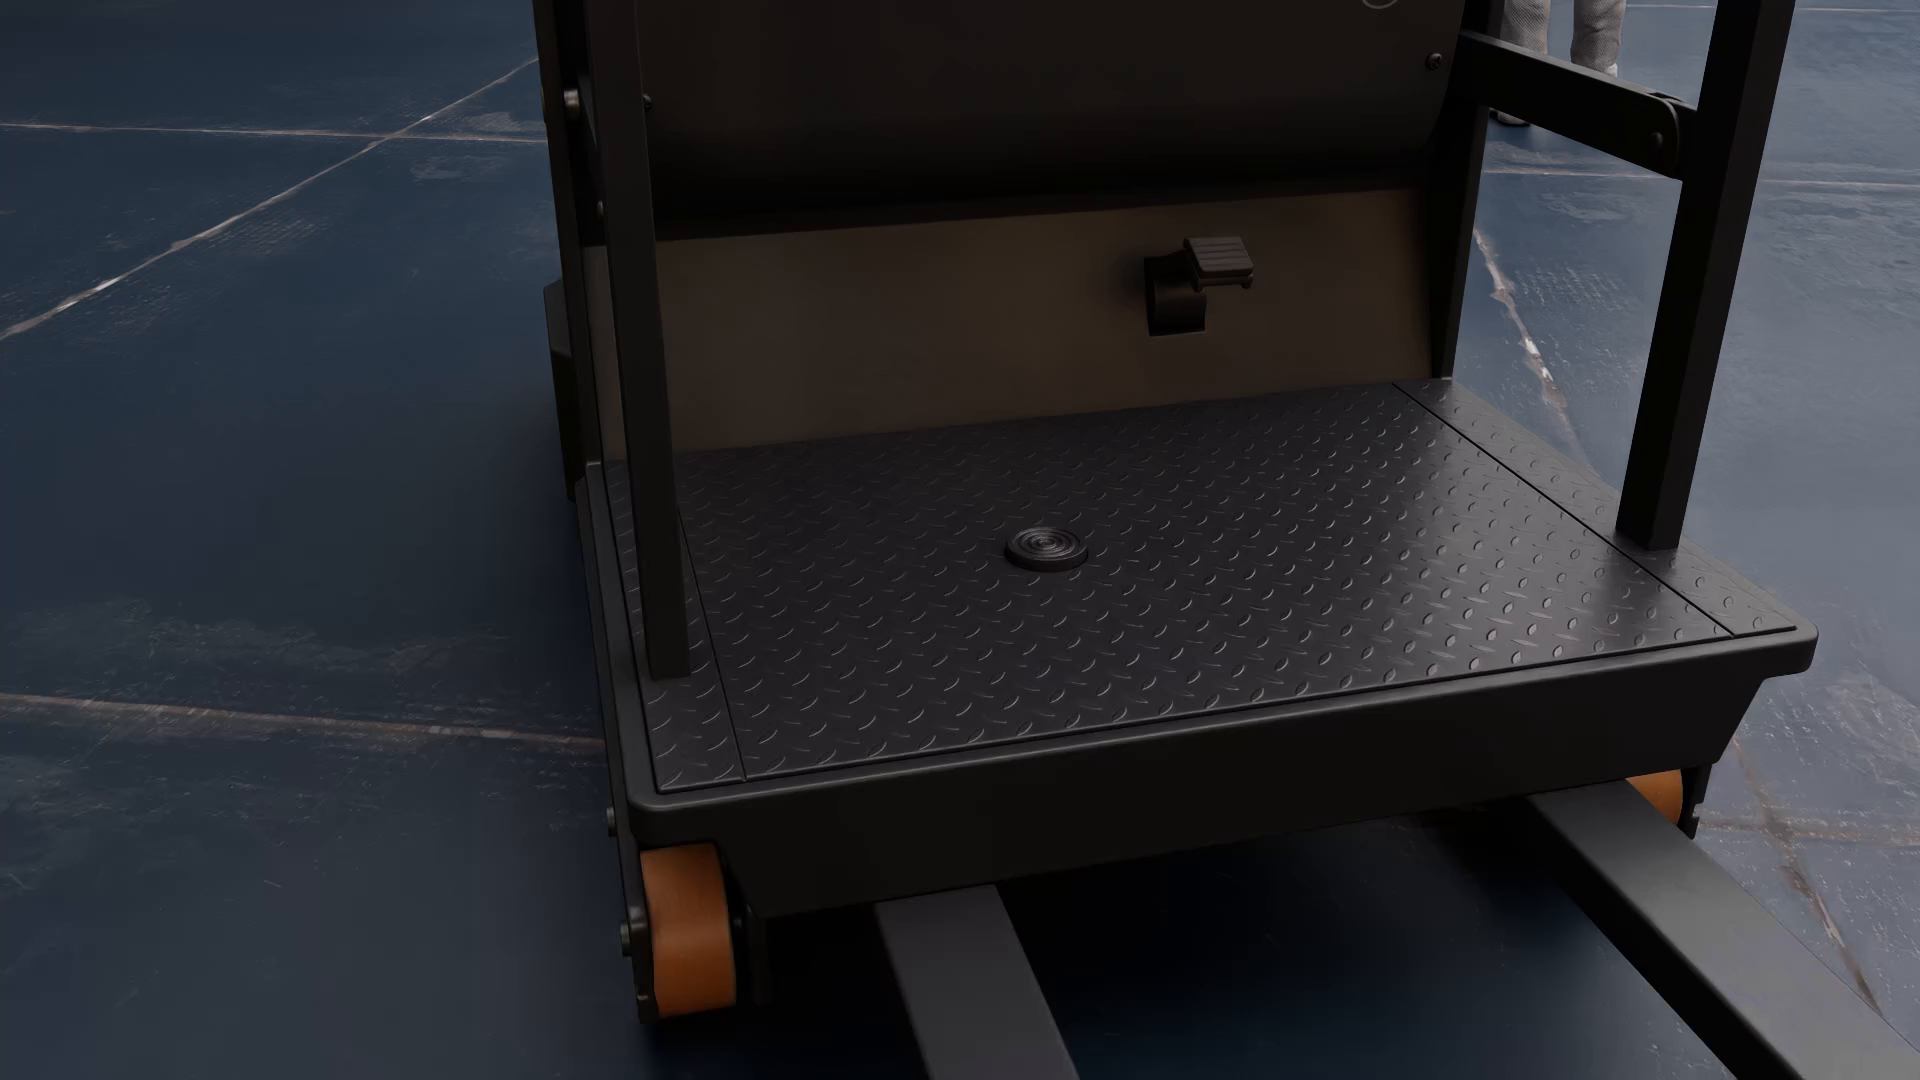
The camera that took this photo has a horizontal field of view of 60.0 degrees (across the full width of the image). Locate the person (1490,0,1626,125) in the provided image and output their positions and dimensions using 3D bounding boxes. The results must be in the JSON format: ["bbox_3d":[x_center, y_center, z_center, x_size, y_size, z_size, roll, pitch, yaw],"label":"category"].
[{"bbox_3d":[1.710,-2.087,4.678,0.633,1.774,0.568,3,27,7],"label":"person"}]

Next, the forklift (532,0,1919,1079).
[{"bbox_3d":[0.153,-1.049,1.319,1.130,2.935,3.031,-7,27,-13],"label":"forklift"}]
